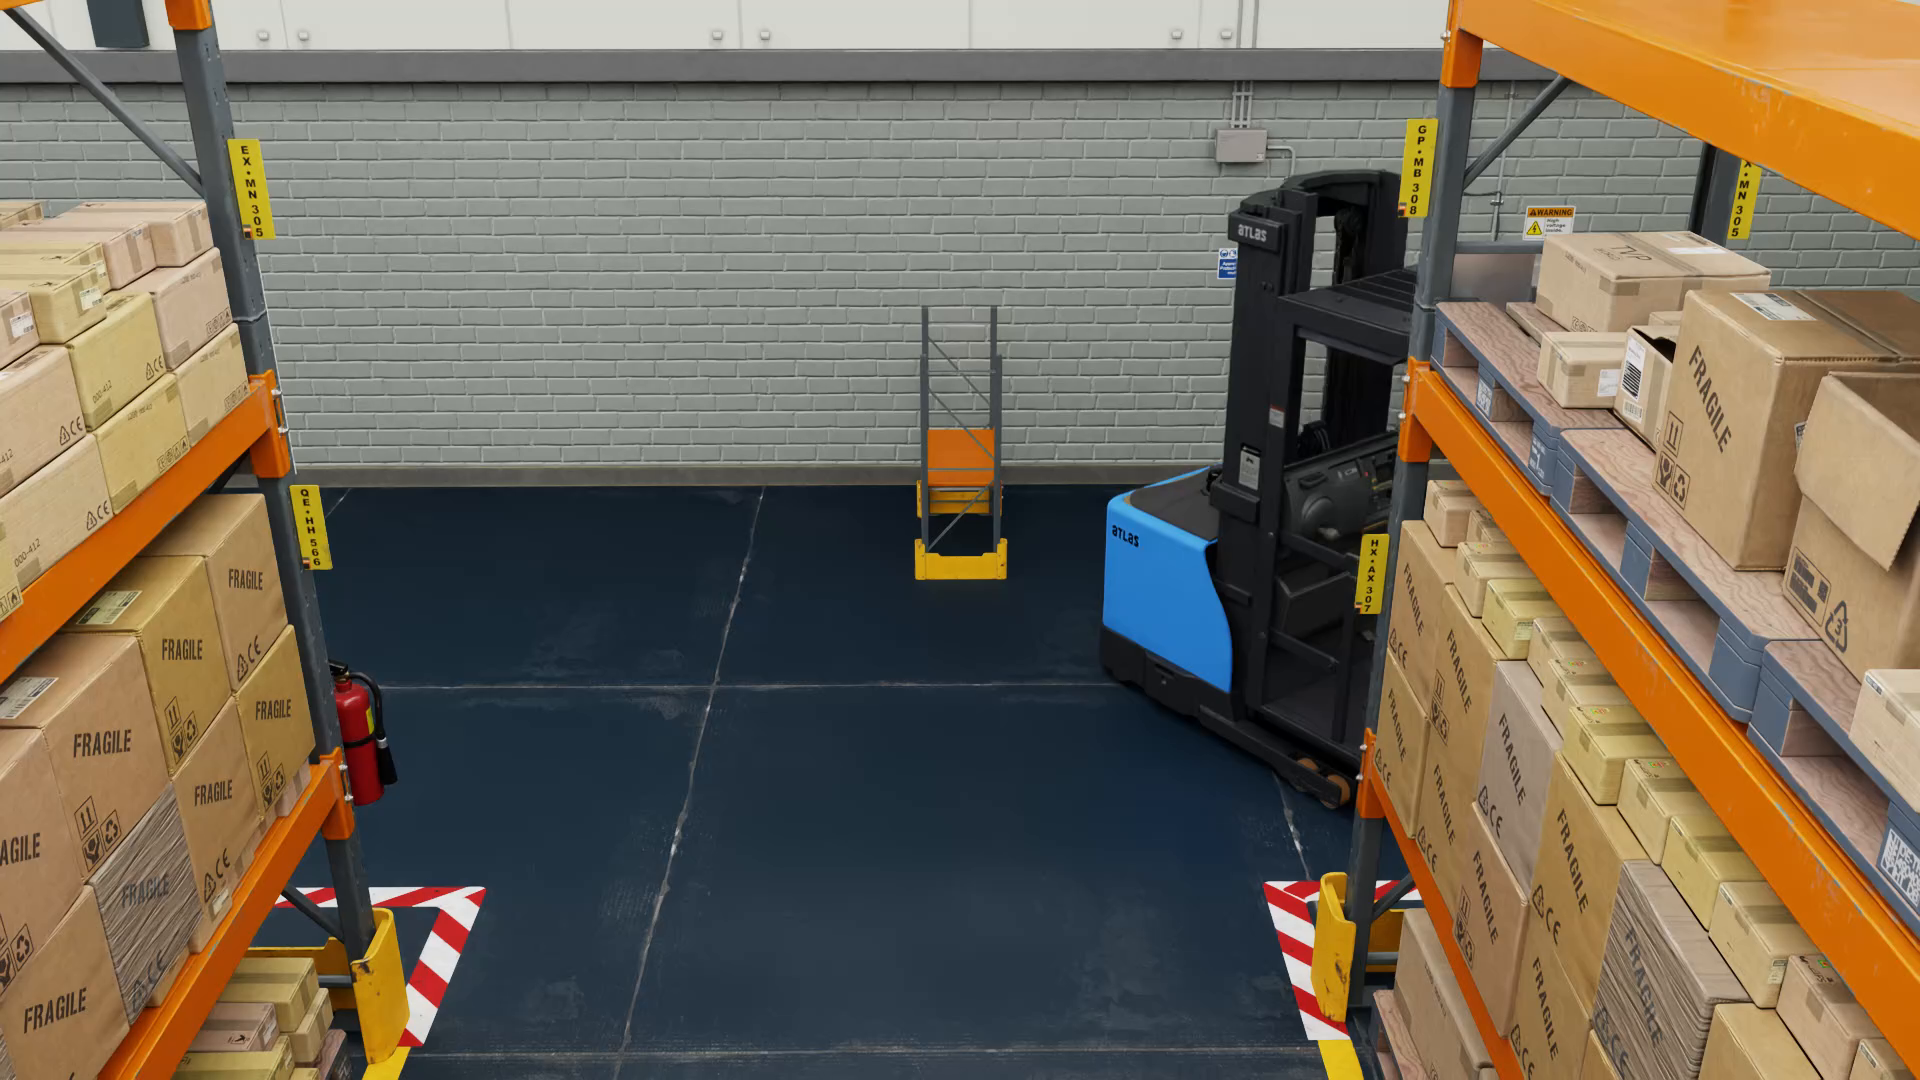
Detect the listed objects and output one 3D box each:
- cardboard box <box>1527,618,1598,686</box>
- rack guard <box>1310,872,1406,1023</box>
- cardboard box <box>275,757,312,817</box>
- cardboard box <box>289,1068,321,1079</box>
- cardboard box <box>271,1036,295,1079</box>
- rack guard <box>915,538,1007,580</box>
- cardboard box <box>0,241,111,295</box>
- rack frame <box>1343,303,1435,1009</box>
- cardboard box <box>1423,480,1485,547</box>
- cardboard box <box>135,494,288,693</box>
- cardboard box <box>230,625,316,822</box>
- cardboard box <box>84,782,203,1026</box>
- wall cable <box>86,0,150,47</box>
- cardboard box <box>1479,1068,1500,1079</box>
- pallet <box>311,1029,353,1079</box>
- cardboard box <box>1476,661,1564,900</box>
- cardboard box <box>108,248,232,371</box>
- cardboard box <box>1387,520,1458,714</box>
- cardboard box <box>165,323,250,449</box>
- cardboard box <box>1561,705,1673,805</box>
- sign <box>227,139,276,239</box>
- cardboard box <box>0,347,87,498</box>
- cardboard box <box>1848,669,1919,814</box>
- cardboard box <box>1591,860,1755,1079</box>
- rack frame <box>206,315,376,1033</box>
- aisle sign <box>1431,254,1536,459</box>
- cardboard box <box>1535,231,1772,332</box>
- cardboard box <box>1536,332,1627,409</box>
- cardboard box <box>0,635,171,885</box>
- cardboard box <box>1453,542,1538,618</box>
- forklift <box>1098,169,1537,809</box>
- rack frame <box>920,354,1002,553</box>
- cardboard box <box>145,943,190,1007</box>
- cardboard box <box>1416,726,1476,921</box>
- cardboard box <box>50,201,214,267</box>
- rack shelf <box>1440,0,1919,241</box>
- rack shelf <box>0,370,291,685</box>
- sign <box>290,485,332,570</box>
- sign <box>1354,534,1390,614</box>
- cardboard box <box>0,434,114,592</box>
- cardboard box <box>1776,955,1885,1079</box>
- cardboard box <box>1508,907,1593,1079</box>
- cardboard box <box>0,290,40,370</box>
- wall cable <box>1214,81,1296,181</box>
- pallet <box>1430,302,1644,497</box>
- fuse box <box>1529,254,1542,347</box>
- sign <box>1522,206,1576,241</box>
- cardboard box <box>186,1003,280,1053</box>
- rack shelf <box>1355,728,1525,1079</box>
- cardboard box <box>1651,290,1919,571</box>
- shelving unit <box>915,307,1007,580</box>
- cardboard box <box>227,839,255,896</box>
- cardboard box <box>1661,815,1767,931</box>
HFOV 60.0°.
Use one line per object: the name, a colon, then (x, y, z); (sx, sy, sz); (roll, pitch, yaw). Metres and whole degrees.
cardboard box: (1.851, 0.341, 4.734); (0.380, 0.149, 0.250); (0, 24, 0)
rack guard: (2.085, 1.688, 6.912); (1.175, 0.500, 0.348); (0, 24, -1)
cardboard box: (-2.578, 0.870, 5.991); (0.380, 0.149, 0.250); (0, 24, 0)
cardboard box: (-2.545, 2.052, 6.024); (0.380, 0.149, 0.250); (0, 24, 1)
cardboard box: (-2.624, 1.919, 5.956); (0.380, 0.149, 0.250); (-1, 24, -2)
rack guard: (0.006, 0.123, 10.675); (0.587, 0.250, 0.087); (0, 24, -1)
cardboard box: (-2.658, -0.742, 4.702); (0.380, 0.149, 0.250); (-1, 24, -2)
rack frame: (2.085, 0.559, 6.375); (1.000, 3.000, 0.127); (0, 24, -1)
cardboard box: (1.812, -0.091, 5.688); (0.380, 0.149, 0.250); (0, 24, 1)
cardboard box: (-2.610, 0.173, 5.531); (0.500, 0.500, 0.500); (-1, 24, -2)
cardboard box: (-2.602, 0.625, 5.745); (0.500, 0.500, 0.500); (0, 24, 1)
cardboard box: (-2.586, 1.047, 4.814); (0.500, 0.500, 0.500); (0, 24, 0)
wall cable: (-4.440, -5.942, 9.563); (2.277, 5.999, 0.120); (0, 24, -1)
cardboard box: (2.210, 2.183, 5.382); (0.875, 0.438, 0.875); (0, 24, 1)
pallet: (-2.890, 2.259, 5.998); (1.003, 0.211, 1.213); (0, 24, -1)
cardboard box: (1.831, 0.682, 4.768); (0.500, 0.500, 0.500); (0, 24, -1)
cardboard box: (-2.604, -0.715, 5.126); (0.500, 0.250, 0.500); (-1, 24, -2)
cardboard box: (1.805, 0.257, 5.708); (0.500, 0.500, 0.500); (-1, 24, -2)
cardboard box: (-2.594, -0.490, 5.235); (0.500, 0.250, 0.500); (-1, 24, -2)
cardboard box: (1.787, 0.549, 4.275); (0.380, 0.149, 0.250); (-1, 24, -2)
sign: (-2.309, -1.142, 5.420); (0.100, 0.325, 0.005); (0, 24, -1)
cardboard box: (-2.595, -0.293, 4.194); (0.500, 0.250, 0.500); (0, 24, 0)
cardboard box: (1.799, 0.347, 2.877); (0.380, 0.149, 0.250); (0, 24, 1)
cardboard box: (1.835, 1.094, 3.857); (0.500, 0.500, 0.500); (0, 24, 0)
rack frame: (-2.864, 0.623, 6.234); (1.000, 3.000, 0.127); (0, 24, -1)
aisle sign: (1.794, -0.654, 5.902); (0.394, 0.787, 0.004); (0, 24, -1)
cardboard box: (2.180, -0.792, 5.271); (0.500, 0.250, 0.500); (-2, 24, -5)
cardboard box: (1.867, -0.481, 4.708); (0.380, 0.149, 0.250); (1, 24, 1)
cardboard box: (-2.590, 0.596, 4.596); (0.500, 0.500, 0.500); (1, 24, 2)
cardboard box: (1.774, 0.125, 5.212); (0.380, 0.149, 0.250); (0, 24, 1)
forklift: (2.089, -0.227, 8.196); (1.130, 2.935, 3.031); (-17, 30, -34)
rack frame: (0.006, -0.439, 10.400); (0.500, 1.500, 0.032); (0, 24, -1)
cardboard box: (-2.595, 1.290, 5.063); (0.380, 0.149, 0.250); (-1, 24, -3)
cardboard box: (1.836, 0.920, 5.453); (0.500, 0.500, 0.500); (-1, 24, -1)
cardboard box: (-2.566, -0.950, 5.161); (0.380, 0.149, 0.250); (0, 24, -1)
rack shelf: (2.107, -0.841, 3.547); (1.077, 0.370, 4.000); (0, 24, -1)
rack shelf: (-2.842, 0.408, 3.941); (1.077, 0.370, 4.000); (0, 24, -1)
sign: (-2.309, -0.043, 5.917); (0.100, 0.325, 0.005); (0, 24, -1)
sign: (1.530, 0.128, 6.180); (0.100, 0.325, 0.005); (0, 24, -1)
cardboard box: (-2.589, -0.075, 4.318); (0.500, 0.250, 0.500); (1, 24, 2)
cardboard box: (1.899, 0.969, 3.347); (0.380, 0.149, 0.250); (0, 24, -1)
cardboard box: (1.846, 1.336, 4.534); (0.500, 0.500, 0.500); (1, 24, 1)
cardboard box: (-2.604, -0.529, 4.231); (0.380, 0.149, 0.250); (-1, 24, -2)
wall cable: (2.000, -2.242, 11.296); (0.585, 1.953, 0.123); (0, 24, -1)
pallet: (2.103, -0.462, 5.099); (1.003, 0.211, 1.213); (0, 24, -1)
fuse box: (4.102, -1.127, 11.665); (0.539, 1.711, 0.414); (0, 24, -1)
sign: (4.044, -2.175, 11.418); (0.339, 0.242, 0.001); (0, 24, -1)
cardboard box: (-2.659, 1.780, 5.903); (0.380, 0.149, 0.250); (0, 24, 0)
rack shelf: (2.107, 1.711, 4.701); (1.077, 0.370, 4.000); (0, 24, -1)
cardboard box: (1.957, -0.259, 3.791); (0.500, 0.500, 0.500); (0, 24, 0)
shelving unit: (0.001, -0.652, 10.871); (0.587, 1.500, 1.083); (0, 24, -1)
cardboard box: (-2.595, 1.076, 5.536); (0.380, 0.149, 0.250); (0, 24, -1)
cardboard box: (1.856, 0.758, 3.813); (0.380, 0.149, 0.250); (-1, 24, -2)
